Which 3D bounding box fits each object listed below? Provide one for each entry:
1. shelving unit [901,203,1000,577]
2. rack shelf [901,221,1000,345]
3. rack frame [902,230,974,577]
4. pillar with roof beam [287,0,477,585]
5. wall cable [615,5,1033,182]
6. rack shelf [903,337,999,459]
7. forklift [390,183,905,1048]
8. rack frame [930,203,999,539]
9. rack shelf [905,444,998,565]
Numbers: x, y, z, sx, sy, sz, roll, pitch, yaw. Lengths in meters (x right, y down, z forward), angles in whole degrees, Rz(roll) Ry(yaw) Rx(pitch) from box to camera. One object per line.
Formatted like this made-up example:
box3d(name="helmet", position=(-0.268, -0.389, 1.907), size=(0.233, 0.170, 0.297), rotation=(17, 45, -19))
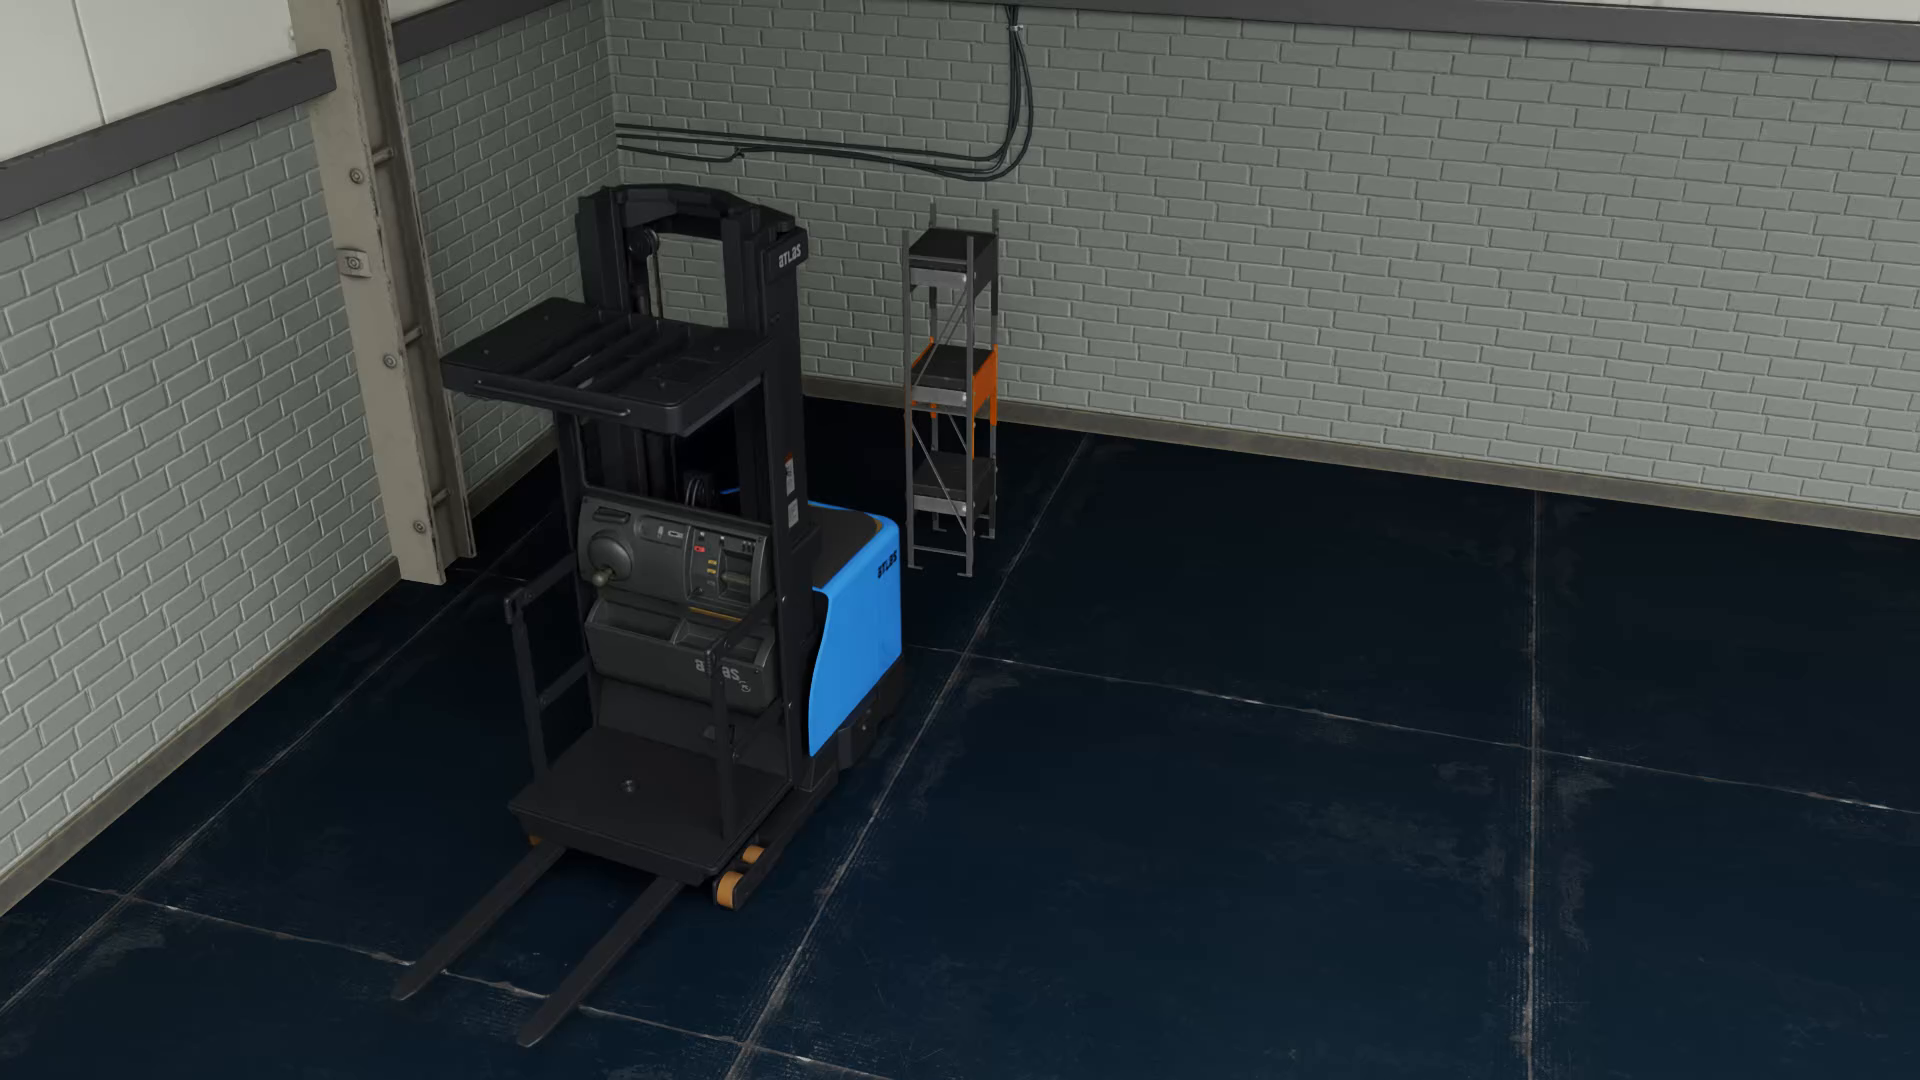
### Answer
box3d(name="shelving unit", position=(-0.049, -0.841, 9.636), size=(0.431, 2.100, 0.503), rotation=(8, 30, 15))
box3d(name="rack shelf", position=(-0.049, -1.440, 9.303), size=(0.431, 0.518, 0.480), rotation=(8, 30, 15))
box3d(name="rack frame", position=(-0.120, -0.727, 9.433), size=(0.400, 2.100, 0.015), rotation=(8, 30, 15))
box3d(name="pillar with roof beam", position=(0.970, -3.164, 6.717), size=(9.100, 9.000, 0.400), rotation=(8, 30, 15))
box3d(name="wall cable", position=(-1.017, -3.602, 10.697), size=(3.097, 2.526, 0.112), rotation=(8, 30, 15))
box3d(name="rack shelf", position=(-0.049, -0.829, 9.643), size=(0.431, 0.518, 0.480), rotation=(8, 30, 15))
box3d(name="forklift", position=(-1.343, 0.112, 7.069), size=(1.130, 2.935, 3.031), rotation=(12, 31, 21))
box3d(name="rack frame", position=(0.023, -0.954, 9.840), size=(0.400, 2.100, 0.015), rotation=(8, 30, 15))
box3d(name="rack shelf", position=(-0.049, -0.217, 9.983), size=(0.431, 0.518, 0.480), rotation=(8, 30, 15))
